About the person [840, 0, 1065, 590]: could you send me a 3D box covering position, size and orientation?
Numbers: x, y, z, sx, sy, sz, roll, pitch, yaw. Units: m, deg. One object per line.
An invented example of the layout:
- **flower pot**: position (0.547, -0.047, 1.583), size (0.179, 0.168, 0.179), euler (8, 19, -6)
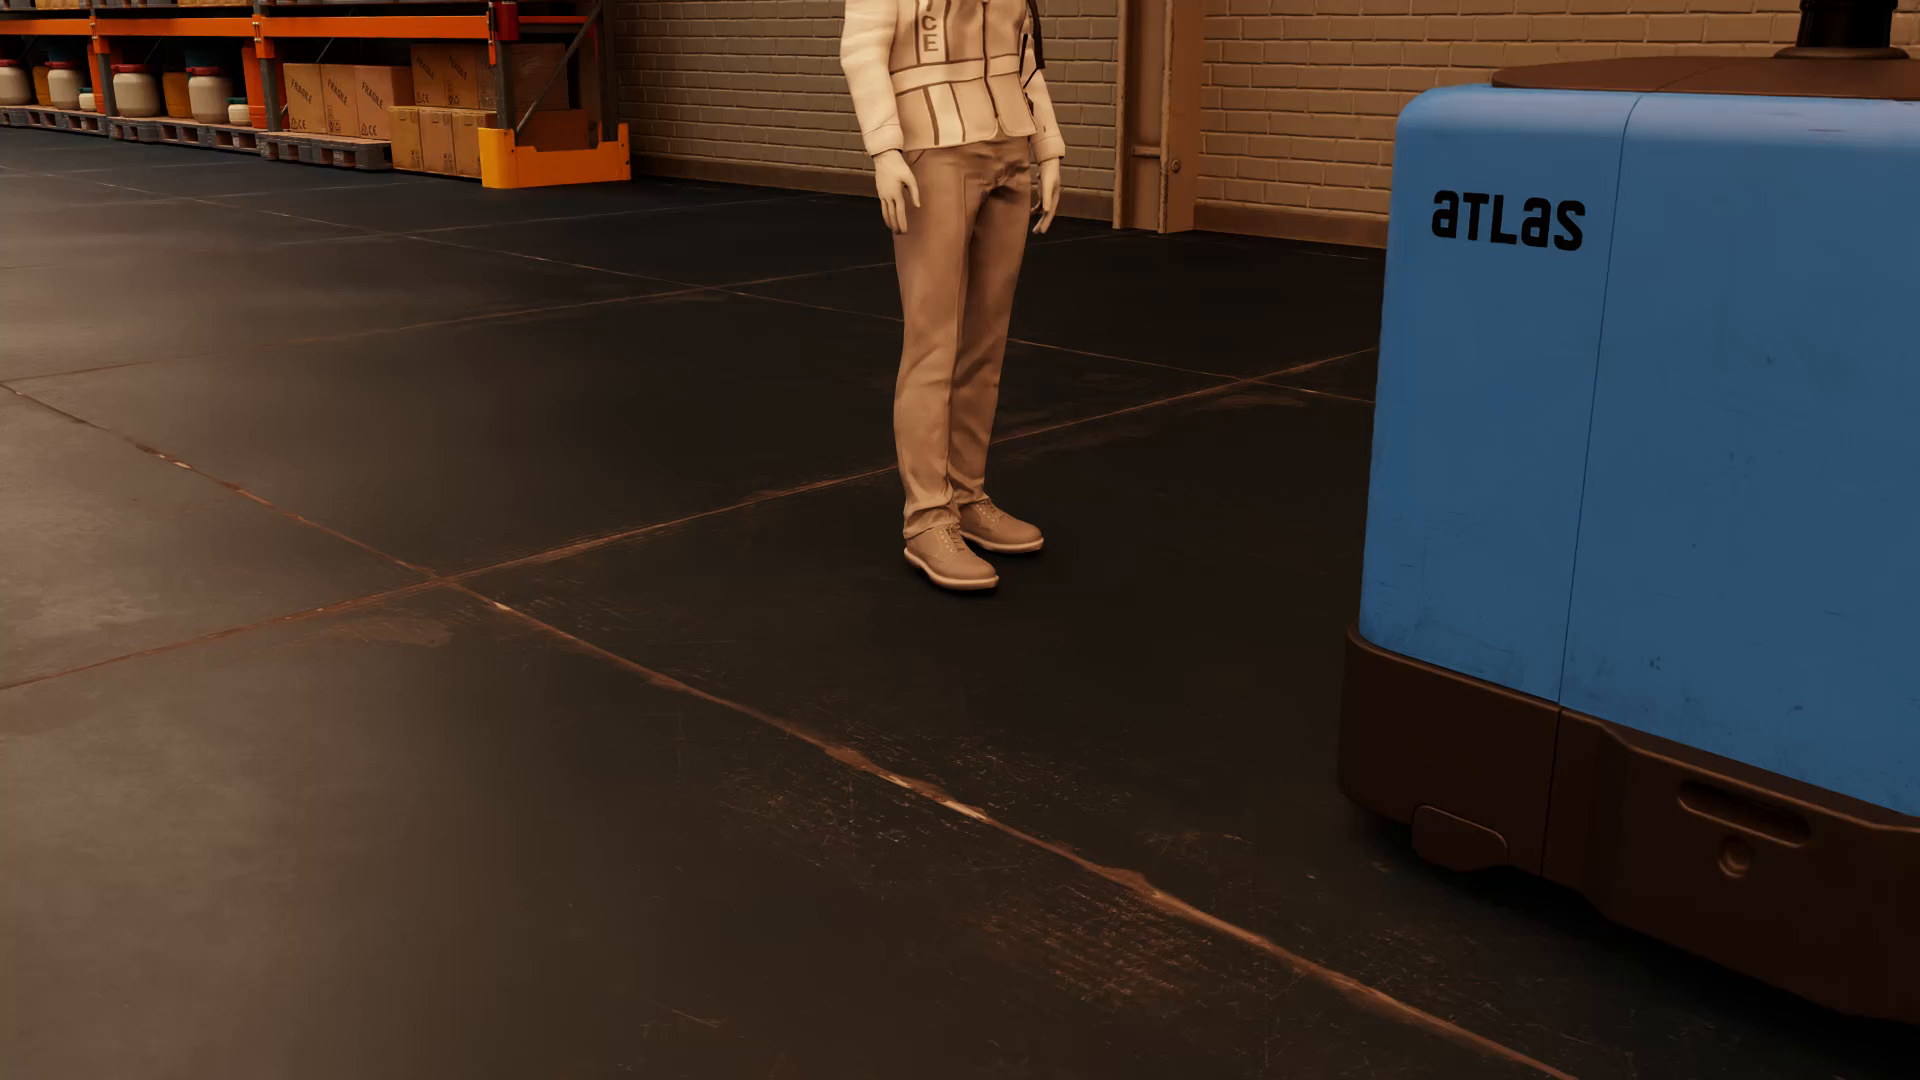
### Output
- **person**: position (0.044, -0.801, 3.593), size (0.531, 1.695, 0.587), euler (16, 23, 42)

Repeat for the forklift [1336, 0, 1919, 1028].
- **forklift**: position (1.915, -0.738, 1.314), size (1.130, 2.935, 3.031), euler (-15, 22, -40)
